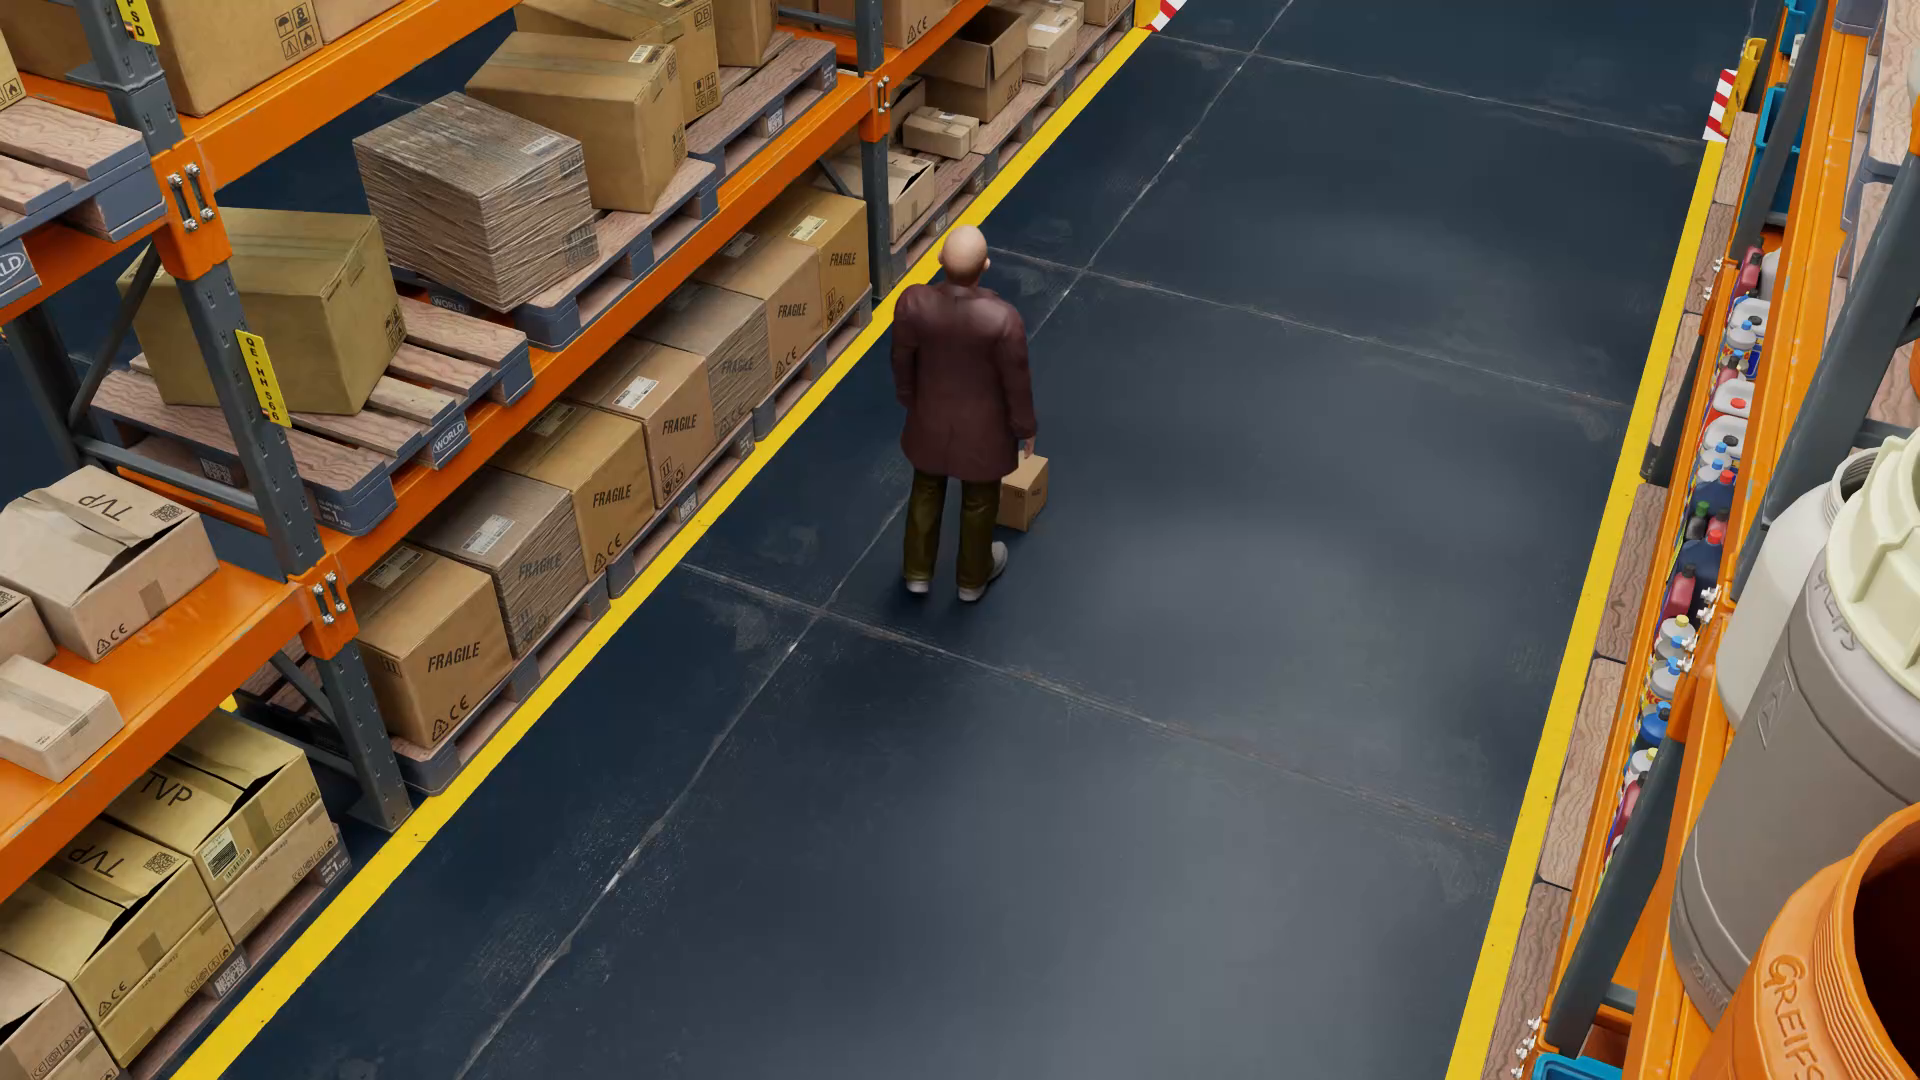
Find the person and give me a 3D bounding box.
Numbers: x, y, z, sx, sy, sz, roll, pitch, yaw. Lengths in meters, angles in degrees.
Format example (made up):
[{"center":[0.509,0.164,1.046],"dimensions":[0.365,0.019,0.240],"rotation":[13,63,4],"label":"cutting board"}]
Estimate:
[{"center":[0.020,-0.485,6.733],"dimensions":[0.622,1.829,0.432],"rotation":[14,43,15],"label":"person"}]
